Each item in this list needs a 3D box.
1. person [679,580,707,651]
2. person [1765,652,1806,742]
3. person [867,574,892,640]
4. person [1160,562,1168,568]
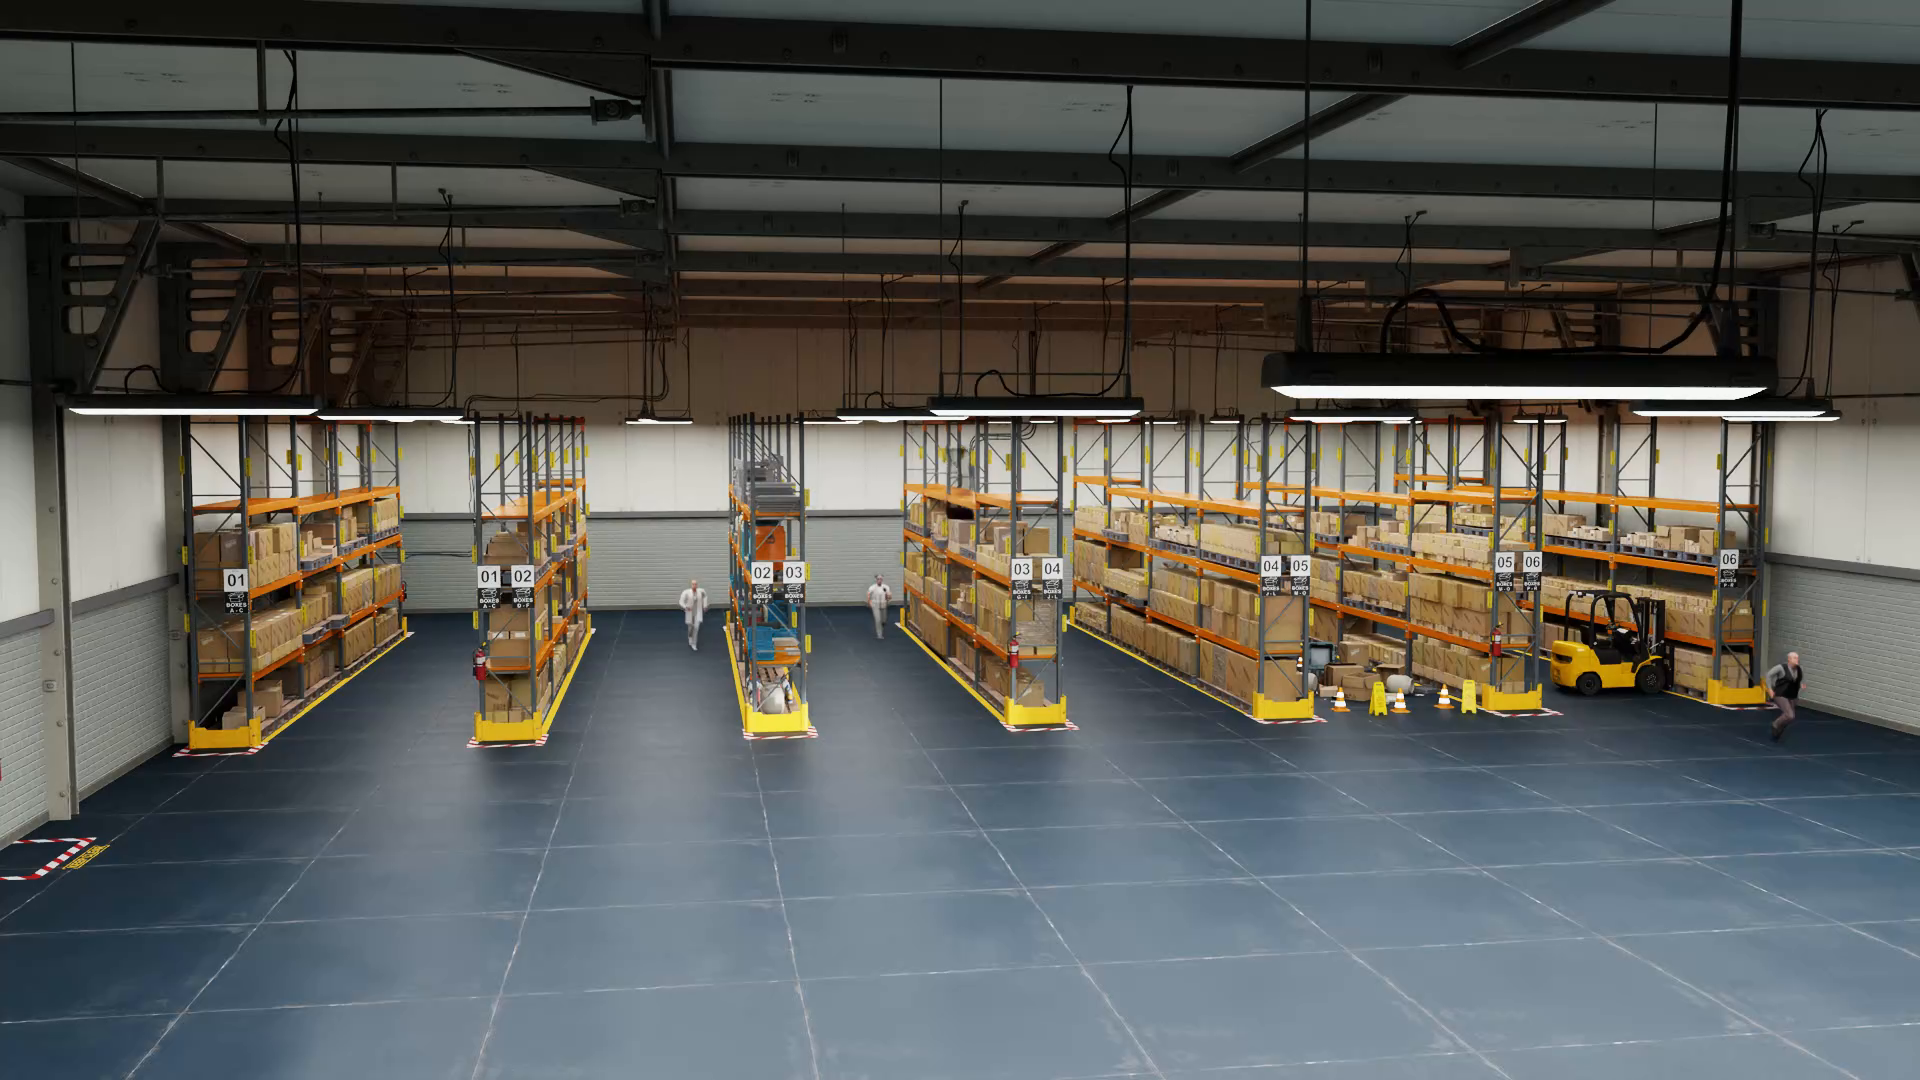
[{"bbox_3d":[-6.892,1.918,43.024,0.734,1.773,1.069,-1,4,-16],"label":"person"},{"bbox_3d":[14.925,2.841,29.976,0.627,1.660,0.697,-1,4,-18],"label":"person"},{"bbox_3d":[-2.180,1.785,44.978,0.666,1.750,0.799,-1,4,-13],"label":"person"},{"bbox_3d":[6.111,1.492,50.319,0.556,1.630,0.559,-2,4,-24],"label":"person"}]
